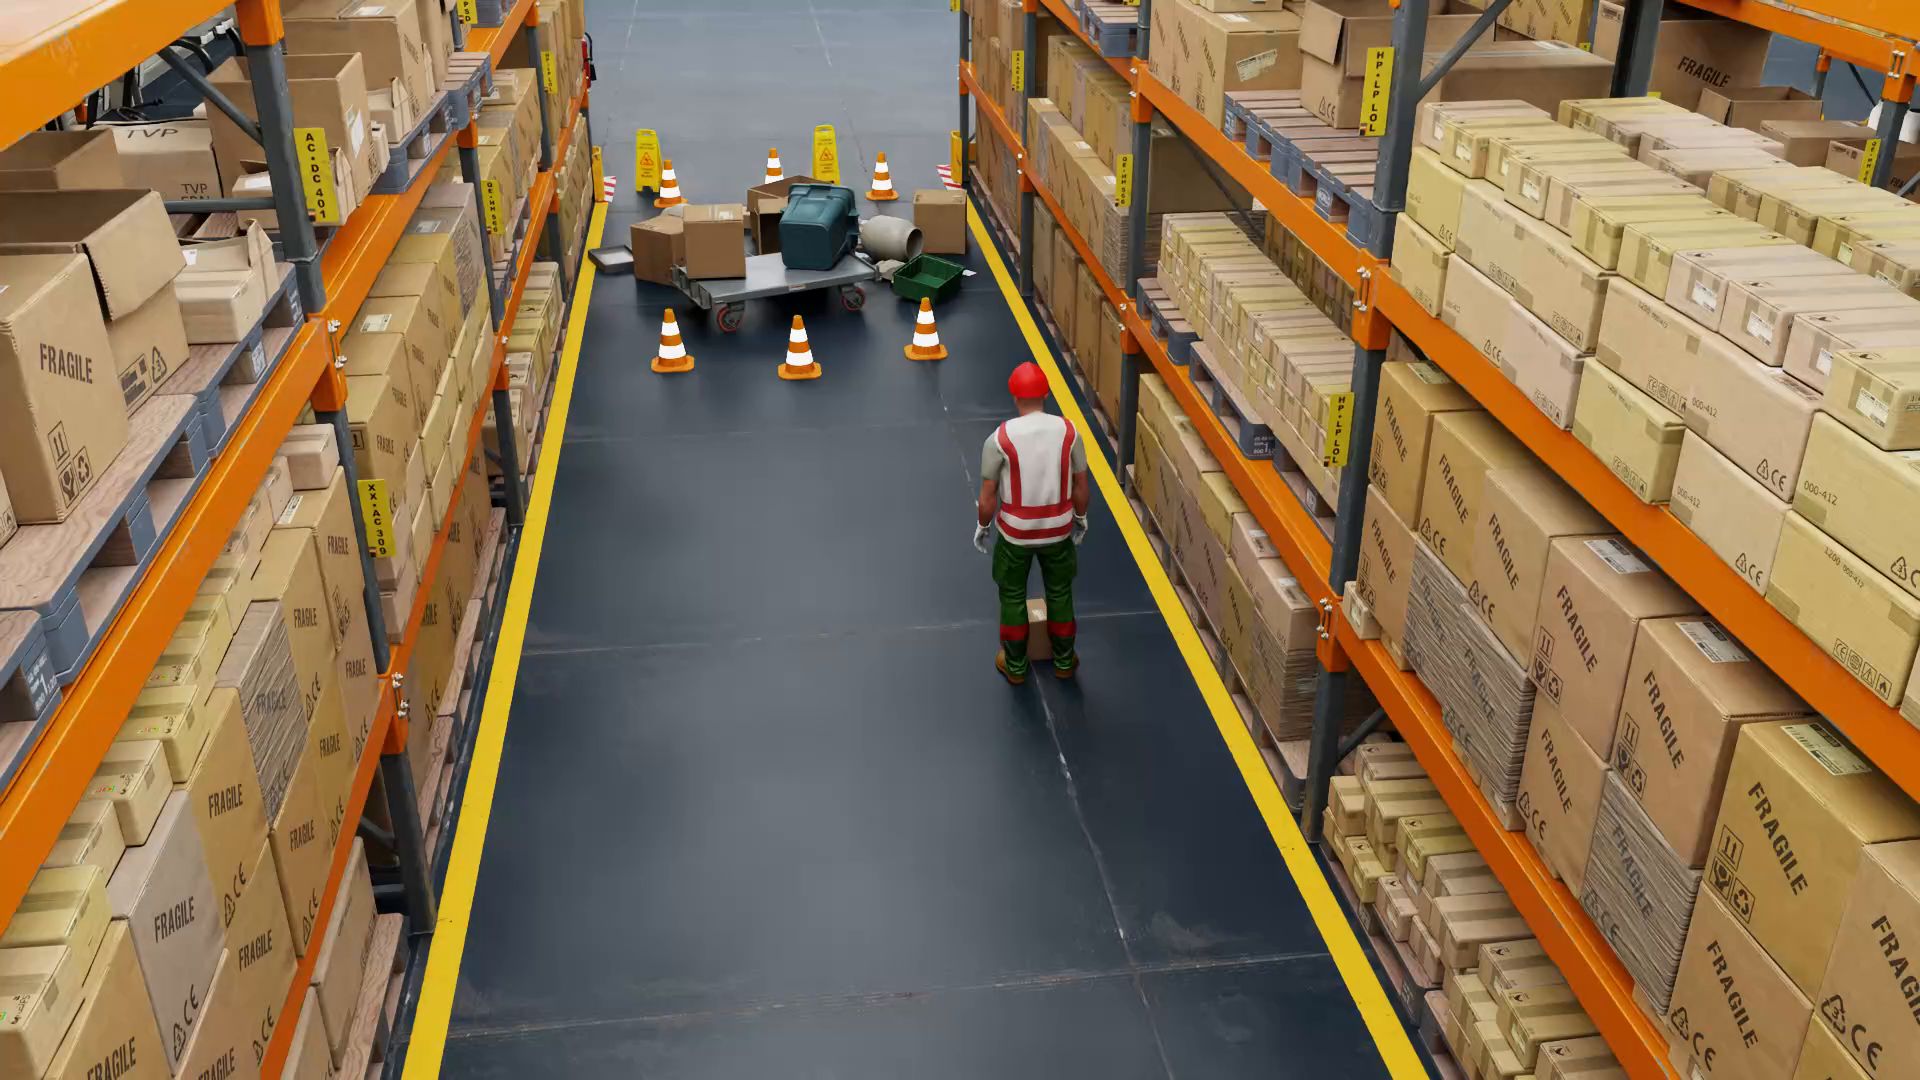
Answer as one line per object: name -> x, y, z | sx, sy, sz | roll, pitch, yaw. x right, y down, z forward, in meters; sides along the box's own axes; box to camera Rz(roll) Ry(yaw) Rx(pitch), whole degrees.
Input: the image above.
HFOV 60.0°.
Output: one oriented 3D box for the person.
person -> 0.380, -0.070, 8.737 | 0.622, 1.781, 0.445 | -5, 27, -9
